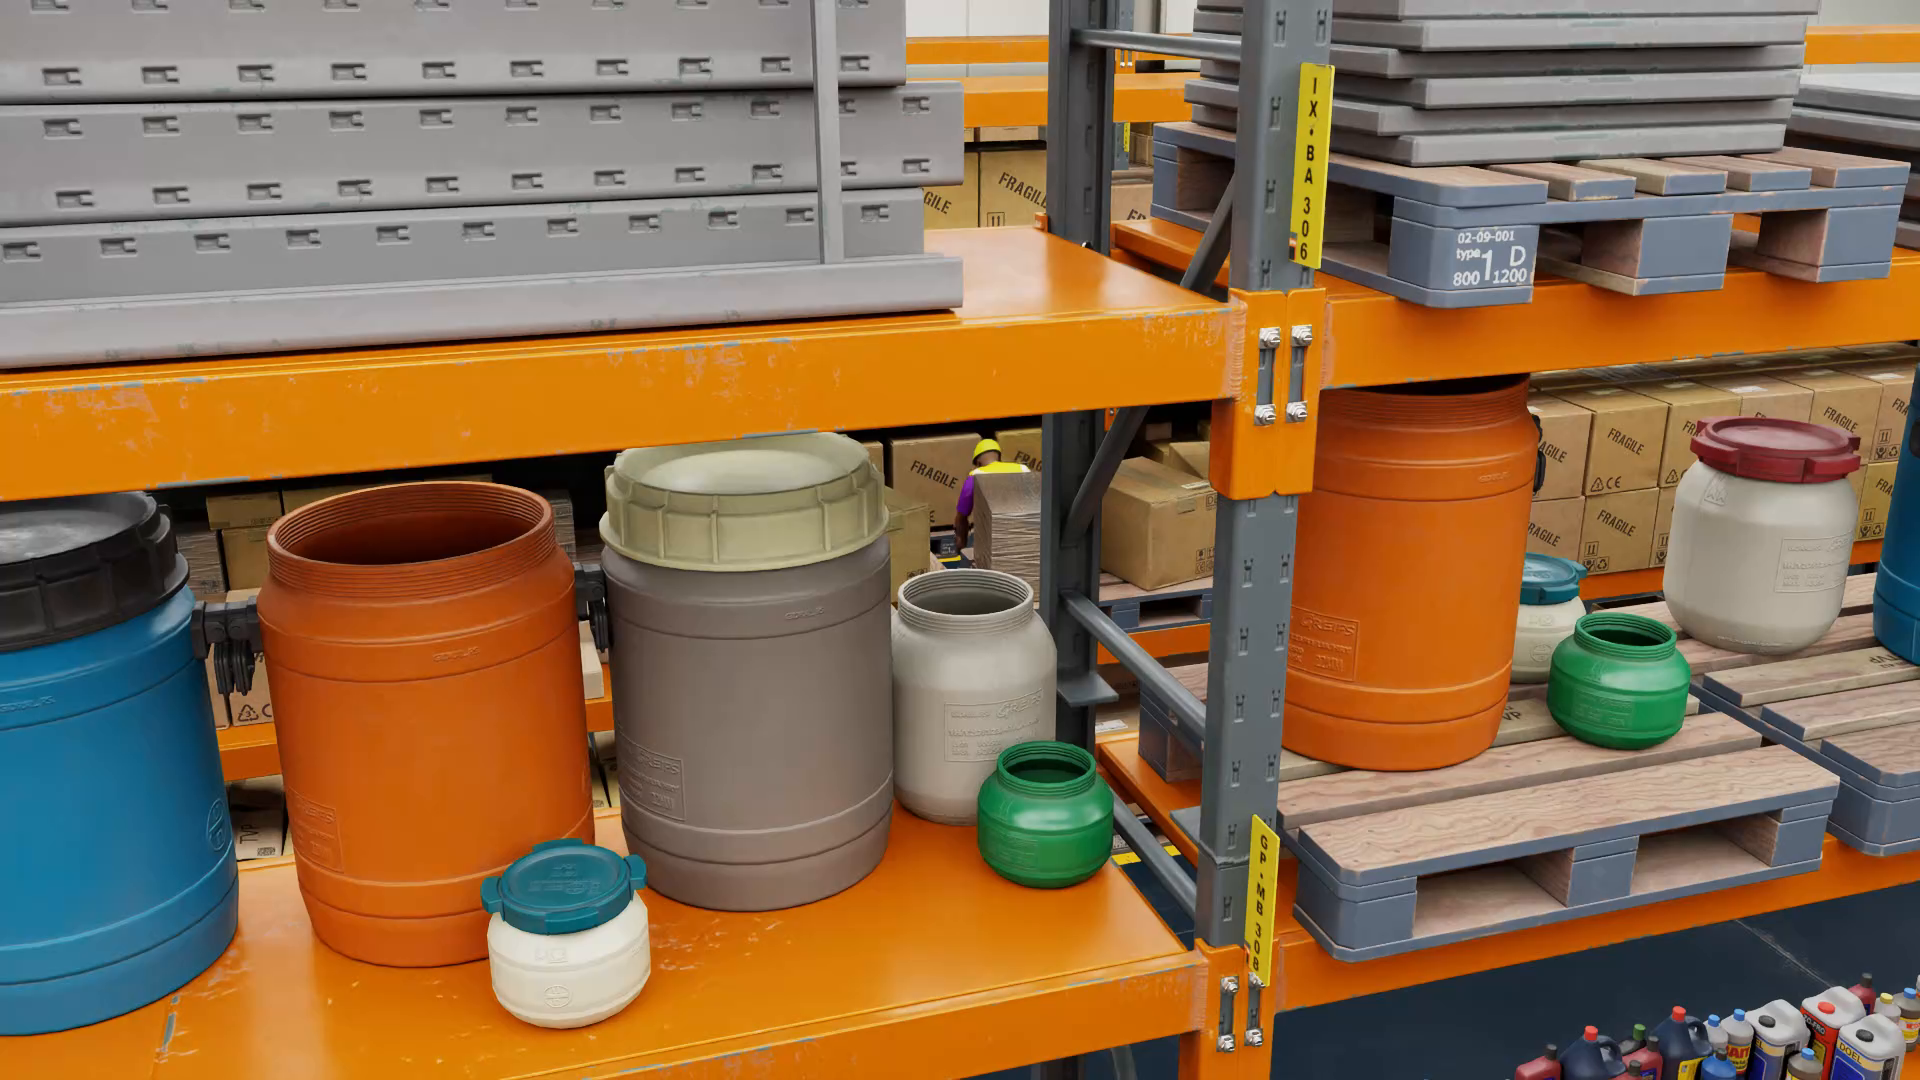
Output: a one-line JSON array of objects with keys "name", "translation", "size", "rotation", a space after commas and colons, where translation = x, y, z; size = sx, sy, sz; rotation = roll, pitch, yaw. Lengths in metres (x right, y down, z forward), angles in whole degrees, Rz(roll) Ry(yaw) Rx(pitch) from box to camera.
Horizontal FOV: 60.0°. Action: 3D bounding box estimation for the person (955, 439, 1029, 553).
[{"name": "person", "translation": [0.301, -0.047, 12.360], "size": [0.629, 1.313, 0.805], "rotation": [-6, 20, -17]}]
